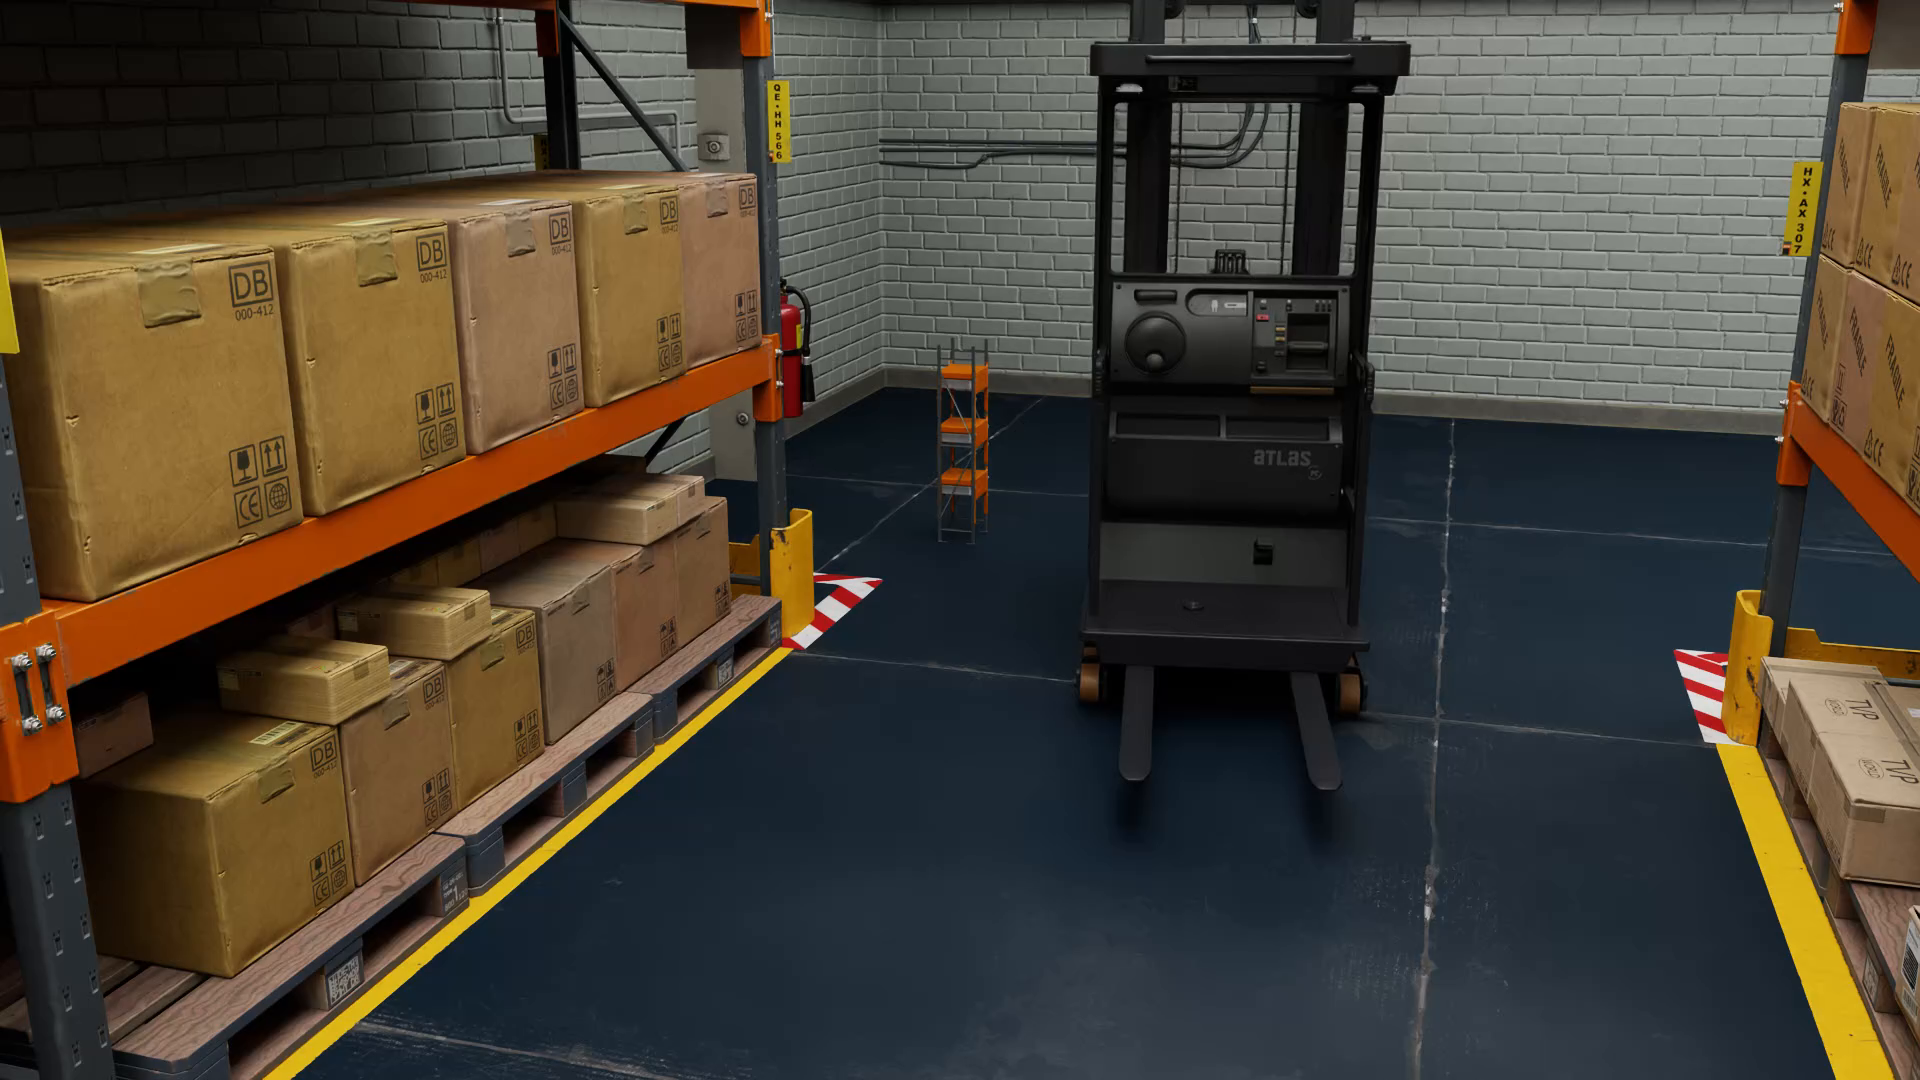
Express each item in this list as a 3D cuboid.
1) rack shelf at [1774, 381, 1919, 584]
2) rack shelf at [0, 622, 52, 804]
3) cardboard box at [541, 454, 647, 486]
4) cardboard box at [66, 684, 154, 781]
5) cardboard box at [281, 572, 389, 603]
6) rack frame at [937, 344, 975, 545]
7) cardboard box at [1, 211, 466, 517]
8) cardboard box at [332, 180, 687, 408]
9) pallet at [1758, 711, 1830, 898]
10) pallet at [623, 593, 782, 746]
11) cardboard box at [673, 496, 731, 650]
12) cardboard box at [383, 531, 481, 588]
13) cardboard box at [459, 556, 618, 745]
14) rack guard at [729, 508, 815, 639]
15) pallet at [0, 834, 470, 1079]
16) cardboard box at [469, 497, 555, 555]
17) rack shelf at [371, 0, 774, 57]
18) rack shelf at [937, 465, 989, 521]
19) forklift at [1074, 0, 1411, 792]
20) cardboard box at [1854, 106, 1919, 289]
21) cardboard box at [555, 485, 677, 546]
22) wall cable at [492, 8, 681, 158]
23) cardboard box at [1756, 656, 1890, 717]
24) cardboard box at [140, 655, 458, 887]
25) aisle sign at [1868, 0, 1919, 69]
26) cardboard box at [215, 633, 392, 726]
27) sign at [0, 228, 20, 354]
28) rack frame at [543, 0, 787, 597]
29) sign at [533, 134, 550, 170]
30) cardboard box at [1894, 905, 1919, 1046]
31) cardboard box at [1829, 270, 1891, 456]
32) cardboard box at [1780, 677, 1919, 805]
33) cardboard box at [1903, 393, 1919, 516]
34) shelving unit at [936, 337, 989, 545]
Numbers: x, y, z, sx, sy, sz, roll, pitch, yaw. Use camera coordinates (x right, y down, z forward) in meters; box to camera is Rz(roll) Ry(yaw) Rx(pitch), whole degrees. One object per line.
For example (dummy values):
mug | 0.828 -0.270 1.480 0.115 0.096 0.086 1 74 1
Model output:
rack shelf | 2.921 0.163 4.076 1.077 0.370 4.000 5 16 16
rack shelf | -2.966 0.826 1.738 1.077 0.370 4.000 5 16 16
cardboard box | -1.520 -0.258 6.866 0.380 0.149 0.250 5 17 16
cardboard box | -2.319 0.480 4.262 0.380 0.149 0.250 5 16 16
cardboard box | -2.024 0.207 5.224 0.380 0.149 0.250 5 17 16
rack frame | -0.019 -0.487 8.623 0.200 1.050 0.008 5 16 16
cardboard box | -2.015 -0.519 4.611 0.980 0.700 0.700 4 16 14
cardboard box | -1.593 -0.908 5.985 0.980 0.700 0.700 4 16 15
pallet | 3.242 0.864 5.398 1.003 0.211 1.213 5 16 16
pallet | -1.413 0.467 6.795 1.003 0.211 1.213 5 16 16
cardboard box | -1.364 0.102 6.784 0.700 0.500 0.500 5 16 16
cardboard box | -1.879 0.073 5.696 0.380 0.149 0.250 5 17 16
cardboard box | -1.649 0.364 5.859 0.700 0.500 0.500 4 16 14
rack guard | -1.254 0.107 7.537 1.175 0.500 0.348 5 16 16
pallet | -2.107 1.106 4.545 1.003 0.211 1.213 5 16 16
cardboard box | -1.735 -0.060 6.168 0.380 0.149 0.250 5 17 16
rack shelf | -1.830 -1.663 5.018 1.077 0.370 4.000 5 16 16
rack shelf | 0.015 -0.242 8.814 0.215 0.259 0.240 5 16 16
forklift | 1.044 -0.829 6.382 1.130 2.935 3.031 2 16 7
cardboard box | 2.969 -1.003 4.851 0.500 0.500 0.500 5 17 16
cardboard box | -1.298 -0.096 6.292 0.380 0.149 0.250 5 17 17
wall cable | -1.804 -1.987 8.475 0.084 1.984 1.851 5 16 16
cardboard box | 3.041 0.536 5.860 0.380 0.149 0.250 5 16 16
cardboard box | -1.941 0.639 4.892 0.700 0.500 0.500 4 16 15
aisle sign | 3.227 -1.998 5.611 0.394 0.787 0.004 5 16 16
cardboard box | -1.815 0.382 4.607 0.380 0.149 0.250 5 17 18
sign | -1.875 -0.522 3.198 0.100 0.325 0.005 5 16 16
rack frame | -1.261 -1.090 7.174 1.000 3.000 0.127 5 16 16
sign | -1.792 -1.589 7.202 0.100 0.325 0.005 5 16 16
cardboard box | 2.456 1.055 3.735 0.500 0.311 0.500 5 16 16
cardboard box | 2.969 -0.523 4.995 0.500 0.500 0.500 4 16 15
cardboard box | 2.921 0.656 5.253 0.500 0.250 0.500 5 16 16
cardboard box | 2.680 -0.262 4.072 0.500 0.500 0.500 5 17 17
shelving unit | 0.015 -0.519 8.735 0.215 1.050 0.252 5 16 16
